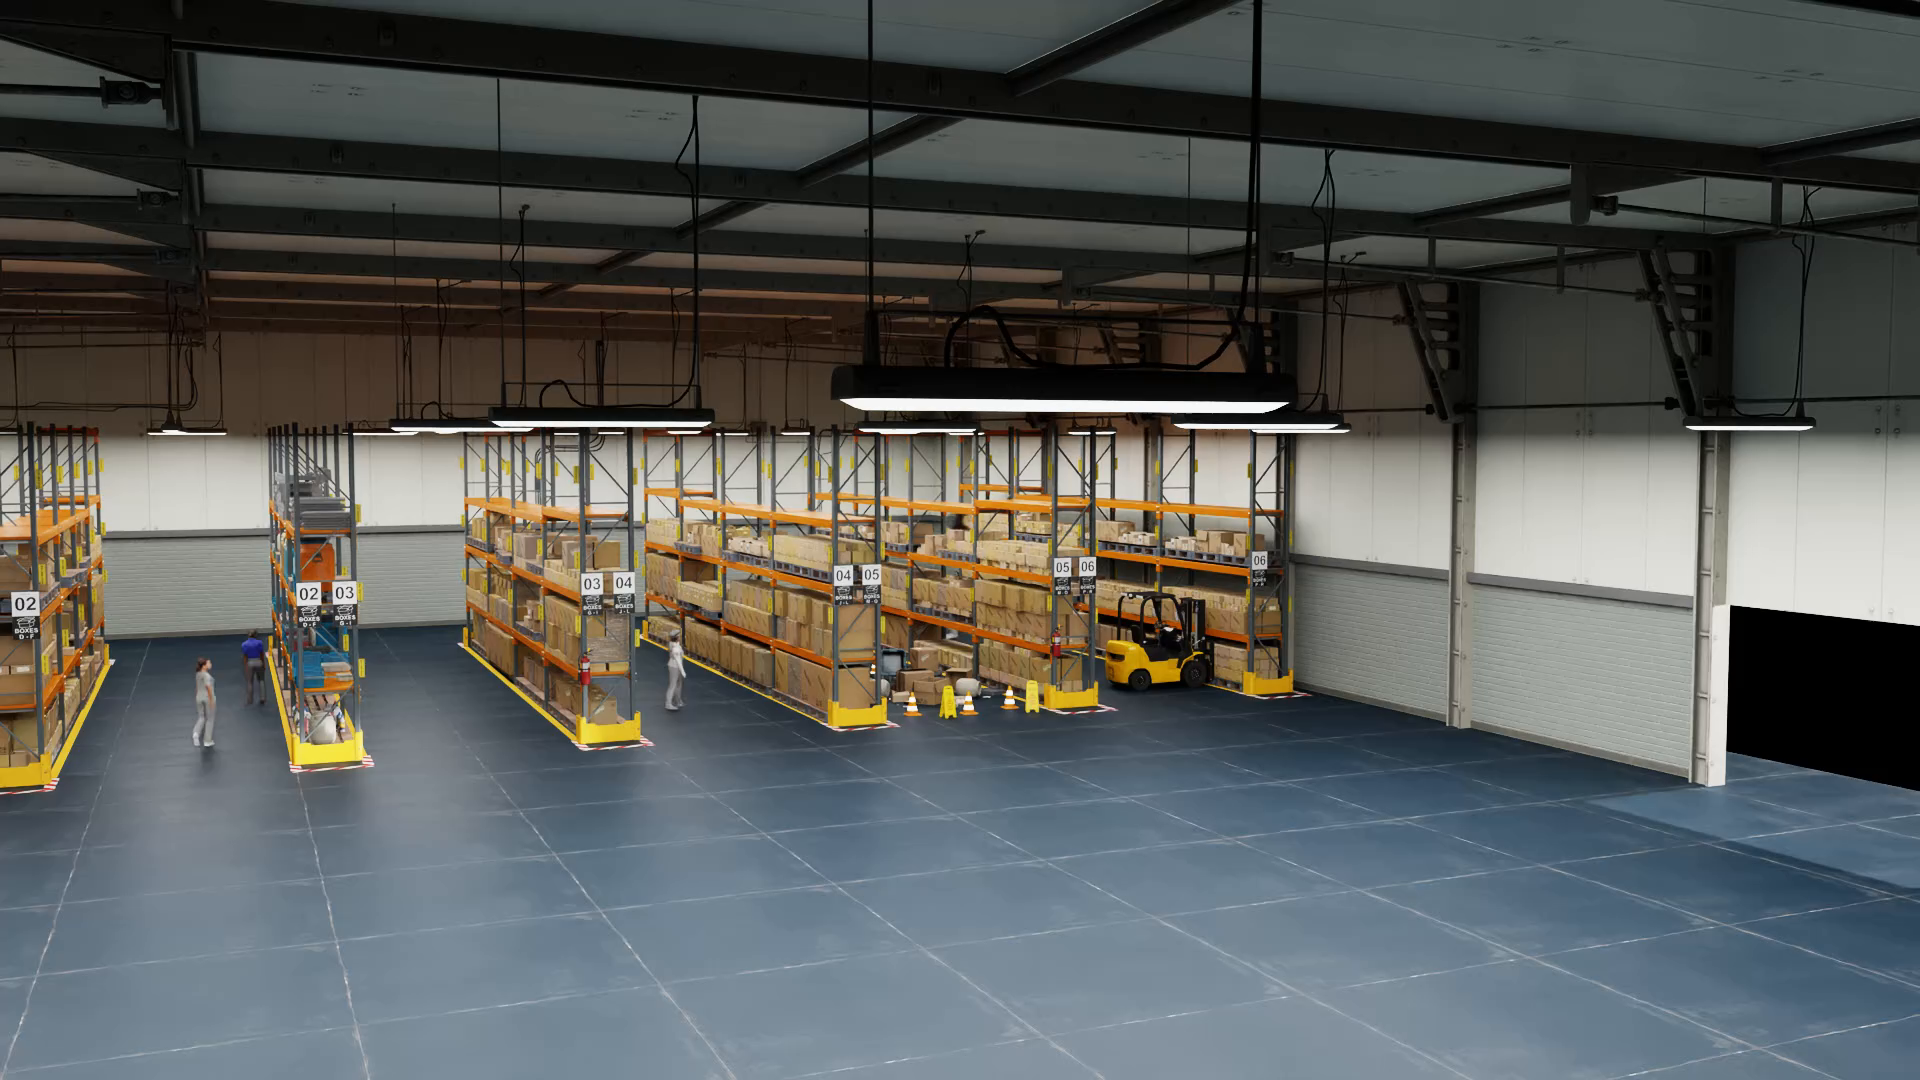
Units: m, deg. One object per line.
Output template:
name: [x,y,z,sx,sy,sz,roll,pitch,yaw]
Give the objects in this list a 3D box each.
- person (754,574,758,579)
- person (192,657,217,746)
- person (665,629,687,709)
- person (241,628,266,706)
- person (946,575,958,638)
person: [-6.141,1.821,50.385,0.501,1.612,0.961,-1,4,-11]
person: [-13.993,2.996,30.766,0.431,1.663,0.524,1,4,9]
person: [-6.025,2.752,35.263,0.474,1.713,0.607,-1,4,-10]
person: [-15.089,2.710,35.514,0.501,1.662,0.358,-3,5,-41]
person: [-0.254,1.907,47.745,0.392,1.781,0.583,-2,4,-34]
